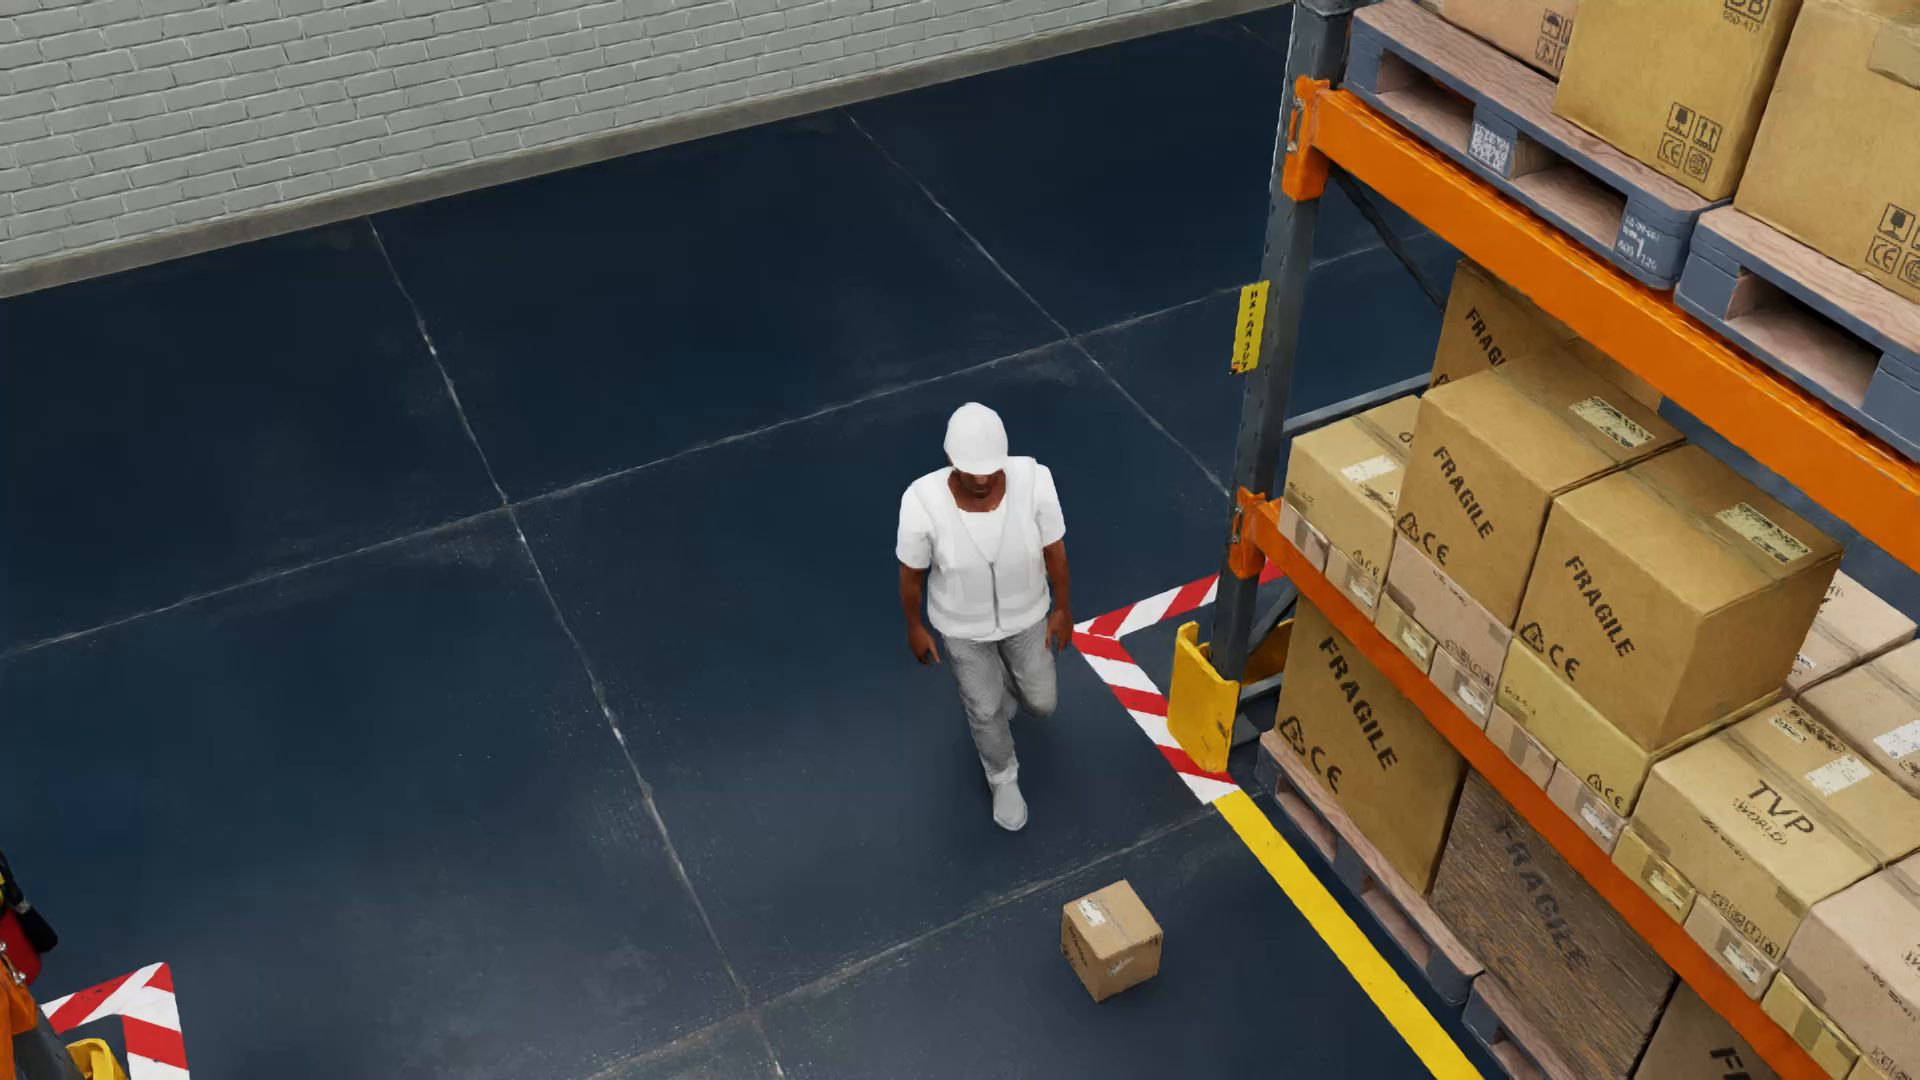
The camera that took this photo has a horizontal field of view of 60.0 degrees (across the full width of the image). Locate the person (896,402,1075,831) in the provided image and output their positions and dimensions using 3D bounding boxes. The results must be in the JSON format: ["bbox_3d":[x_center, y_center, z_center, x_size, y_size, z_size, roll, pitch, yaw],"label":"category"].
[{"bbox_3d":[0.087,0.234,5.857,0.606,1.758,0.669,-8,42,-9],"label":"person"}]
